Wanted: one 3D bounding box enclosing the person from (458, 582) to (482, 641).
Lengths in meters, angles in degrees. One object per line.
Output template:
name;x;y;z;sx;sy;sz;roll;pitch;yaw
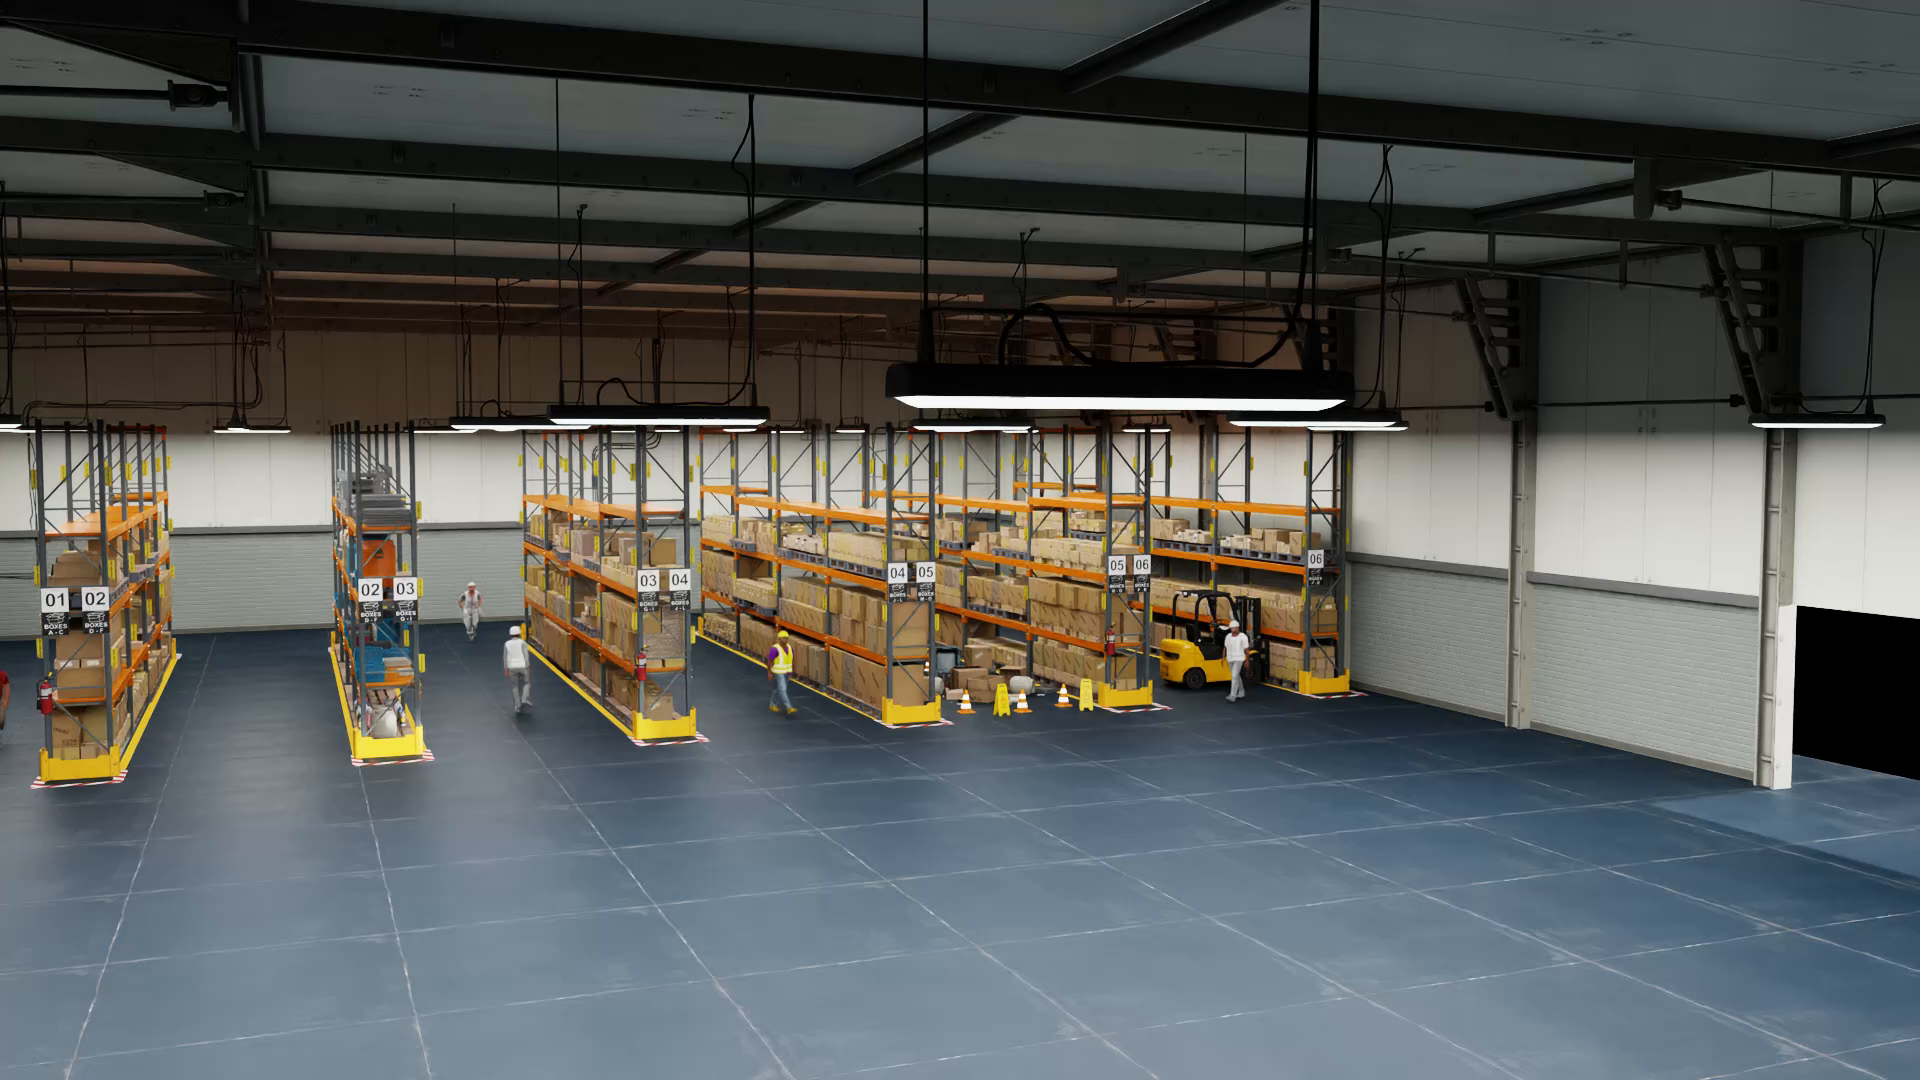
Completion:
person;-13.634;1.995;46.297;0.635;1.684;0.632;-1;4;-14

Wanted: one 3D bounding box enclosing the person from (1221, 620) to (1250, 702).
person;5.924;2.605;36.012;0.911;1.741;0.565;-3;5;-39

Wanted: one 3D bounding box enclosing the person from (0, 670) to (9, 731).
person;-17.693;2.985;30.313;0.626;1.710;0.659;-3;4;-36

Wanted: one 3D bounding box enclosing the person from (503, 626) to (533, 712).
person;-9.204;2.670;34.607;0.578;1.763;0.495;-1;4;-12

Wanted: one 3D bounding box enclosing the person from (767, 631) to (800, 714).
person;-3.578;2.708;34.104;1.082;1.699;0.590;3;5;38
